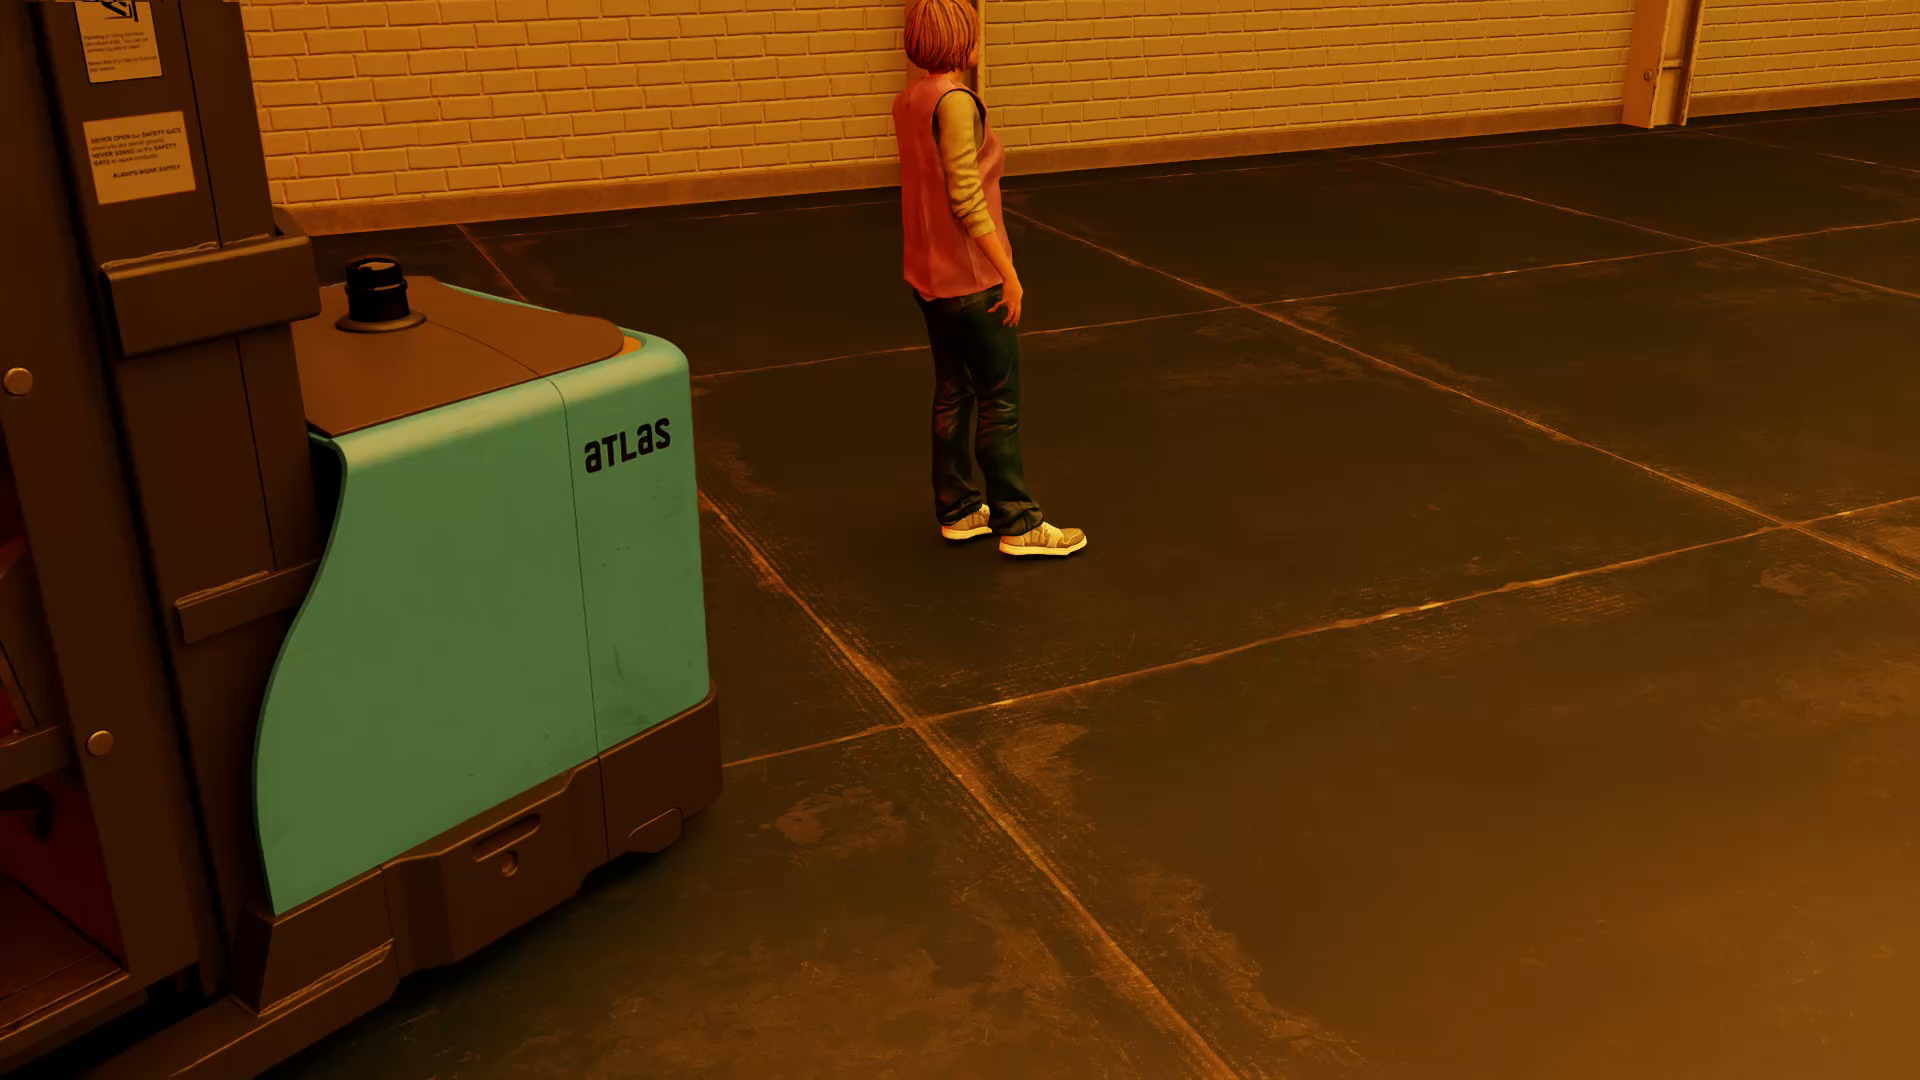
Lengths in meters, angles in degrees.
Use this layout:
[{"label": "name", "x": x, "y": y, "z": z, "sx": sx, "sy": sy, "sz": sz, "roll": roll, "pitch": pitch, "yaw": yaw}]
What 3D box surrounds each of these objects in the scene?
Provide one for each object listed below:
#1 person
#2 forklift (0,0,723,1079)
[{"label": "person", "x": 0.072, "y": -0.751, "z": 4.815, "sx": 0.475, "sy": 1.596, "sz": 0.520, "roll": -10, "pitch": 25, "yaw": -23}, {"label": "forklift", "x": -1.826, "y": -0.422, "z": 2.302, "sx": 1.130, "sy": 2.935, "sz": 3.031, "roll": 17, "pitch": 28, "yaw": 35}]
